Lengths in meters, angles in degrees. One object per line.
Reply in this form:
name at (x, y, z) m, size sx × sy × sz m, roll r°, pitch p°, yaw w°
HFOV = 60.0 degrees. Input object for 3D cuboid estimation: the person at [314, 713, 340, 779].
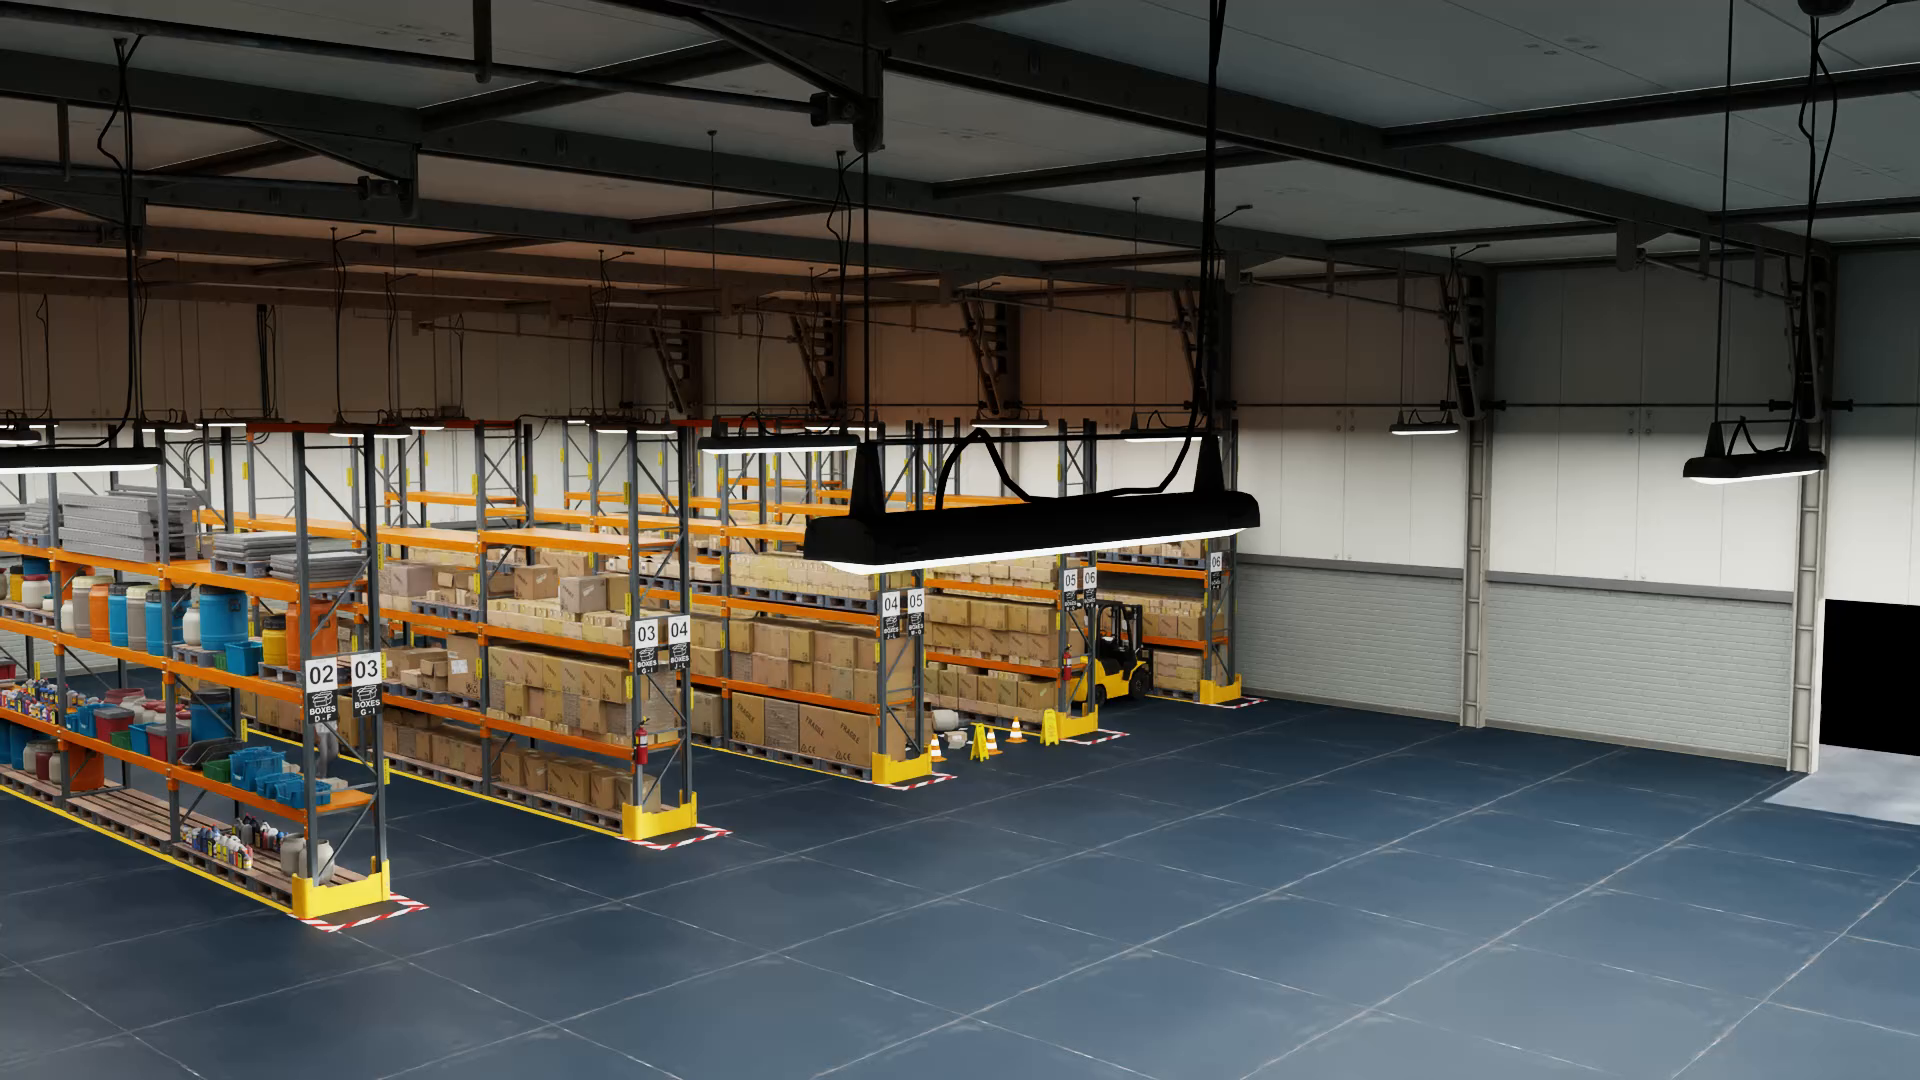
person at (-10.717, 3.232, 27.968) m, size 0.554 × 1.658 × 0.539 m, roll 3°, pitch 5°, yaw 31°

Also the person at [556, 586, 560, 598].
person at (-10.901, 1.767, 45.178) m, size 0.573 × 1.769 × 0.923 m, roll 1°, pitch 5°, yaw 15°

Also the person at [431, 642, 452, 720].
person at (-10.520, 2.811, 33.366) m, size 0.888 × 1.553 × 0.396 m, roll 3°, pitch 6°, yaw 33°
